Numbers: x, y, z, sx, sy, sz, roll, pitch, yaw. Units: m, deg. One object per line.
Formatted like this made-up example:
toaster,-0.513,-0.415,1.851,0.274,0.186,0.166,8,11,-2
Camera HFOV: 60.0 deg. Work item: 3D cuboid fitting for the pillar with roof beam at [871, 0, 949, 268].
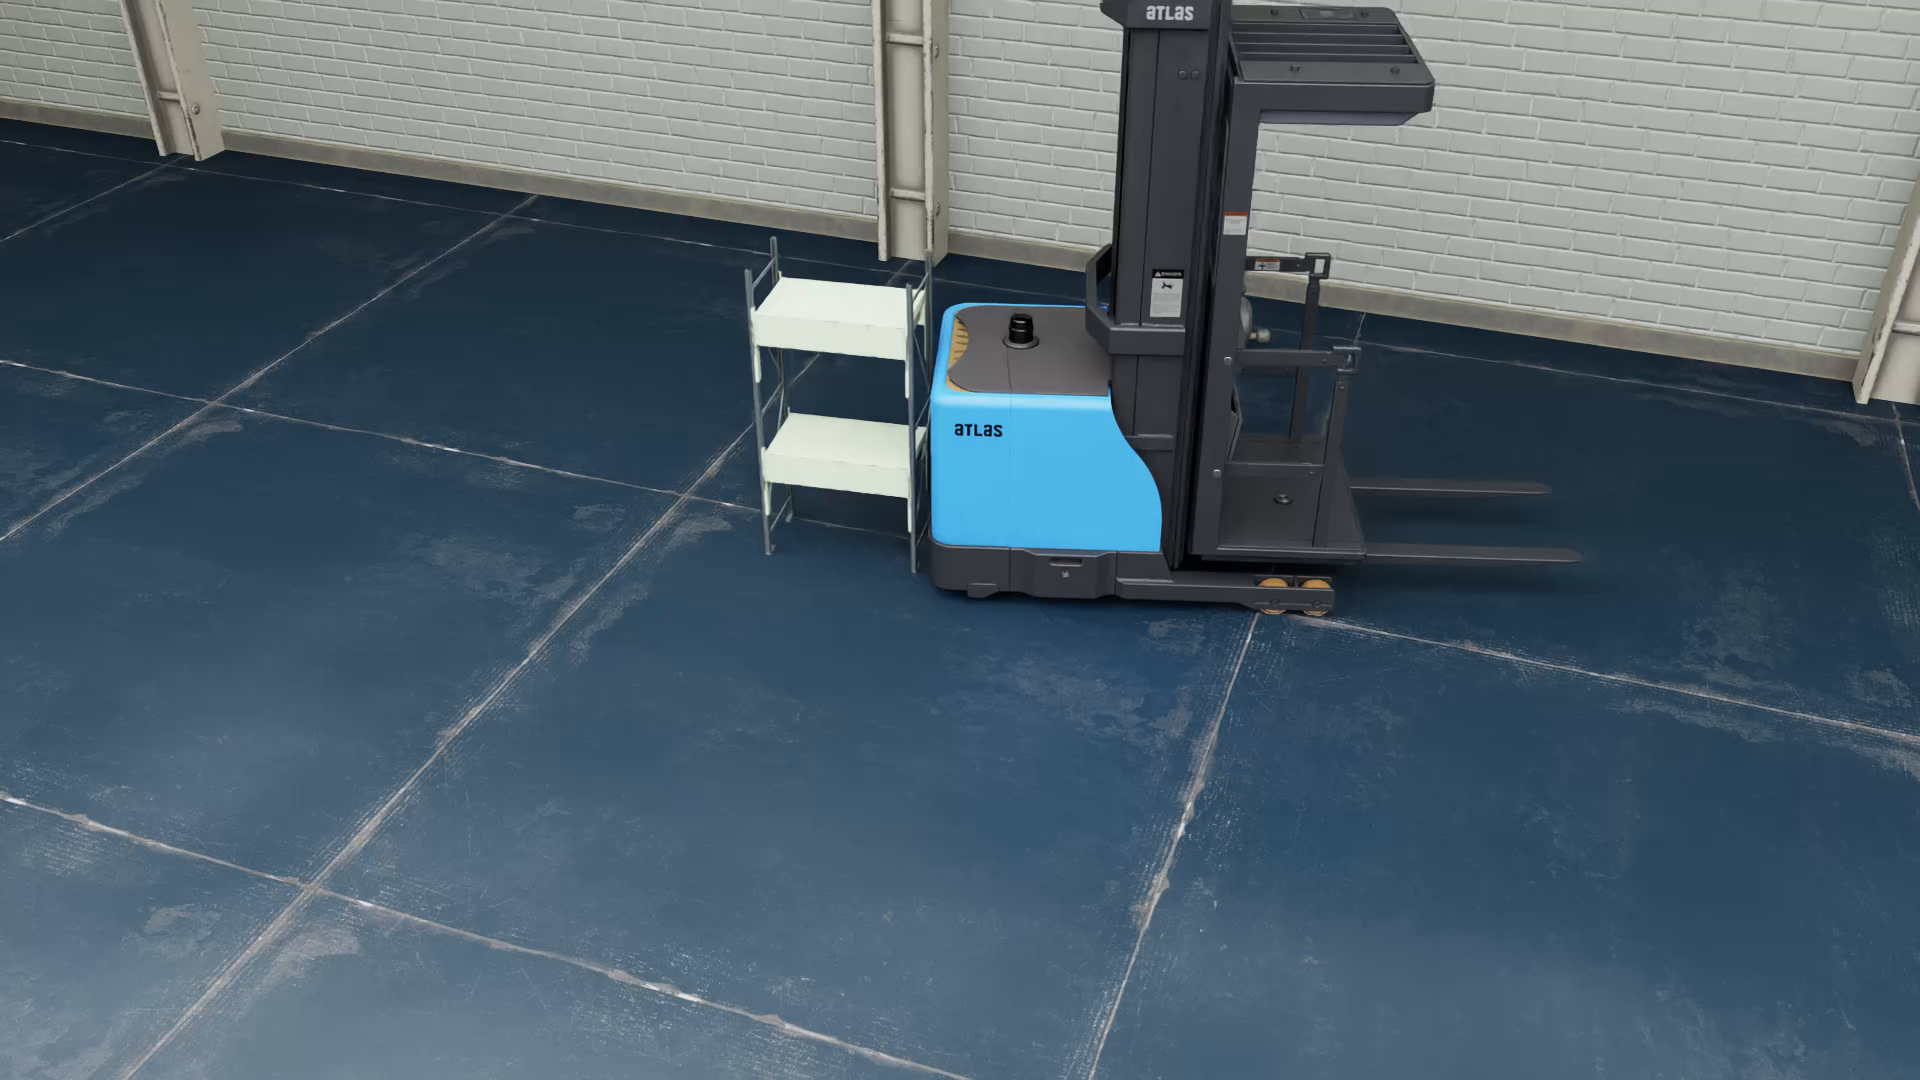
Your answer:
pillar with roof beam,-1.762,-3.505,5.382,0.400,9.000,9.100,11,34,16

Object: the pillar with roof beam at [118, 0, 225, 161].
pillar with roof beam,-7.410,-4.603,7.083,0.400,9.000,9.100,11,34,16

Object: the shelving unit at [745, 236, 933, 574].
shelving unit,-0.538,-0.616,7.822,0.755,1.500,0.431,7,33,10

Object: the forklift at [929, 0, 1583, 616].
forklift,1.394,-1.179,7.373,3.031,2.935,1.130,2,33,3

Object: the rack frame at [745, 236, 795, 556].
rack frame,-0.895,-0.659,7.888,0.023,1.500,0.400,7,33,10

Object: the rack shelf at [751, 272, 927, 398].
rack shelf,-0.538,-0.944,7.610,0.720,0.370,0.431,7,33,10

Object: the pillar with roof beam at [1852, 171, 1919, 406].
pillar with roof beam,3.886,-2.407,3.681,0.400,9.000,9.100,11,34,16

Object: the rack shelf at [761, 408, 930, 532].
rack shelf,-0.538,-0.342,7.999,0.720,0.370,0.431,7,33,10

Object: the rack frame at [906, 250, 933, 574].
rack frame,-0.180,-0.574,7.756,0.023,1.500,0.400,7,33,10
